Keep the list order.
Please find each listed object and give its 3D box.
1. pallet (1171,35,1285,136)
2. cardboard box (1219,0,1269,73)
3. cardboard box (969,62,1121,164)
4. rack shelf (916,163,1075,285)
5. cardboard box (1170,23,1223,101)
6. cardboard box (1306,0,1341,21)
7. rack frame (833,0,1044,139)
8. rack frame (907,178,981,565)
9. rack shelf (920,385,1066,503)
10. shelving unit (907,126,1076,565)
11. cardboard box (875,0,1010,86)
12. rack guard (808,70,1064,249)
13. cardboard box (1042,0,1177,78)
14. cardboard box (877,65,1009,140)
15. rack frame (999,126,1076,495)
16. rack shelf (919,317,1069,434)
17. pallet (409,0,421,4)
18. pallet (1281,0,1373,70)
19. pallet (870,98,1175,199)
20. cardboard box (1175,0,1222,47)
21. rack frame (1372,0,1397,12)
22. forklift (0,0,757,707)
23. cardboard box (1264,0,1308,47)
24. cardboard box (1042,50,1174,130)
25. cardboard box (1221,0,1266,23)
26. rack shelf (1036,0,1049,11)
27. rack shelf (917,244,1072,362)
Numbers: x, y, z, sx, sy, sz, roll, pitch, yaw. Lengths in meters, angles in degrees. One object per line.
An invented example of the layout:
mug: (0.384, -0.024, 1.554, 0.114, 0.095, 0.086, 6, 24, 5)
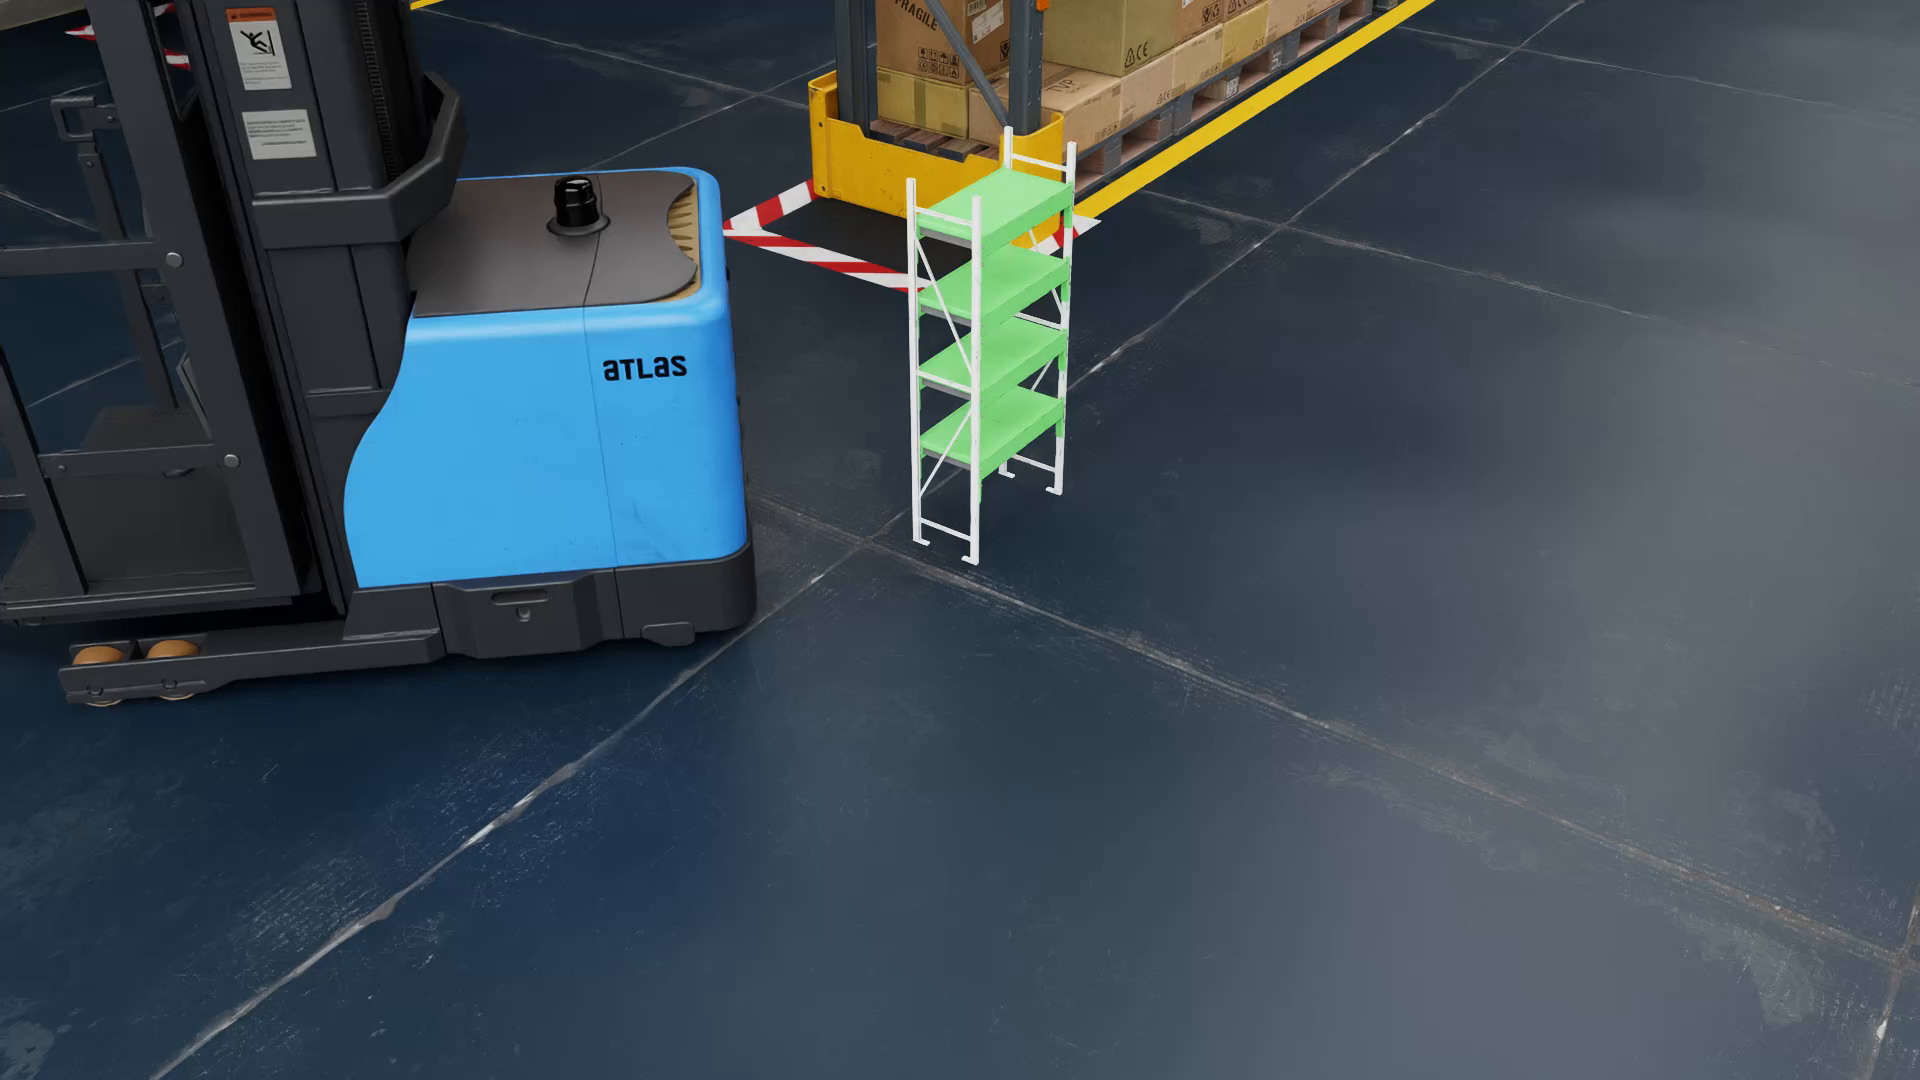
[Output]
pallet: (0.994, -2.505, 8.765, 1.003, 0.211, 1.213, 21, 39, 28)
cardboard box: (1.242, -2.636, 8.550, 0.500, 0.250, 0.500, 21, 39, 28)
cardboard box: (0.385, -1.946, 7.530, 0.500, 0.250, 0.500, 21, 39, 28)
rack shelf: (0.094, -0.918, 4.793, 0.258, 0.148, 0.480, 21, 39, 28)
cardboard box: (0.952, -2.407, 8.212, 0.500, 0.250, 0.500, 21, 39, 28)
cardboard box: (1.799, -3.101, 9.238, 0.500, 0.250, 0.500, 21, 39, 28)
rack frame: (-0.104, -2.735, 6.617, 1.000, 3.000, 0.127, 21, 39, 28)
rack frame: (-0.045, -0.461, 4.860, 0.240, 1.200, 0.015, 21, 39, 28)
rack shelf: (0.094, -0.321, 5.197, 0.258, 0.148, 0.480, 21, 39, 28)
shelving unit: (0.094, -0.573, 5.027, 0.258, 1.200, 0.503, 21, 39, 28)
cardboard box: (-0.042, -2.423, 7.565, 0.500, 0.500, 0.500, 21, 39, 28)
rack guard: (-0.117, -1.689, 7.301, 1.175, 0.500, 0.348, 21, 39, 28)
cardboard box: (0.668, -2.488, 7.661, 0.500, 0.500, 0.500, 21, 39, 28)
cardboard box: (-0.041, -2.112, 7.775, 0.500, 0.250, 0.500, 21, 39, 28)
rack frame: (0.234, -0.685, 5.193, 0.240, 1.200, 0.015, 21, 39, 28)
rack shelf: (0.094, -0.520, 5.062, 0.258, 0.148, 0.480, 21, 39, 28)
pallet: (-3.640, -3.558, 10.324, 1.003, 0.211, 1.213, 21, 39, 28)
pallet: (1.689, -3.069, 9.599, 1.003, 0.211, 1.213, 21, 39, 28)
pallet: (0.298, -1.946, 7.939, 1.003, 0.211, 1.213, 21, 39, 28)
cardboard box: (0.943, -2.722, 8.007, 0.500, 0.500, 0.500, 21, 39, 28)
rack frame: (2.177, -4.576, 9.339, 1.000, 3.000, 0.127, 21, 39, 28)
forklift: (-2.149, -1.073, 4.221, 3.031, 2.935, 1.130, -5, 34, -7)
cardboard box: (1.526, -2.866, 8.890, 0.500, 0.250, 0.500, 21, 39, 28)
cardboard box: (0.667, -2.177, 7.872, 0.500, 0.250, 0.500, 21, 39, 28)
cardboard box: (1.242, -2.946, 8.339, 0.500, 0.500, 0.500, 21, 39, 28)
rack shelf: (1.037, -3.358, 8.180, 1.077, 0.370, 4.000, 21, 39, 28)
rack shelf: (0.094, -0.719, 4.928, 0.258, 0.148, 0.480, 21, 39, 28)
